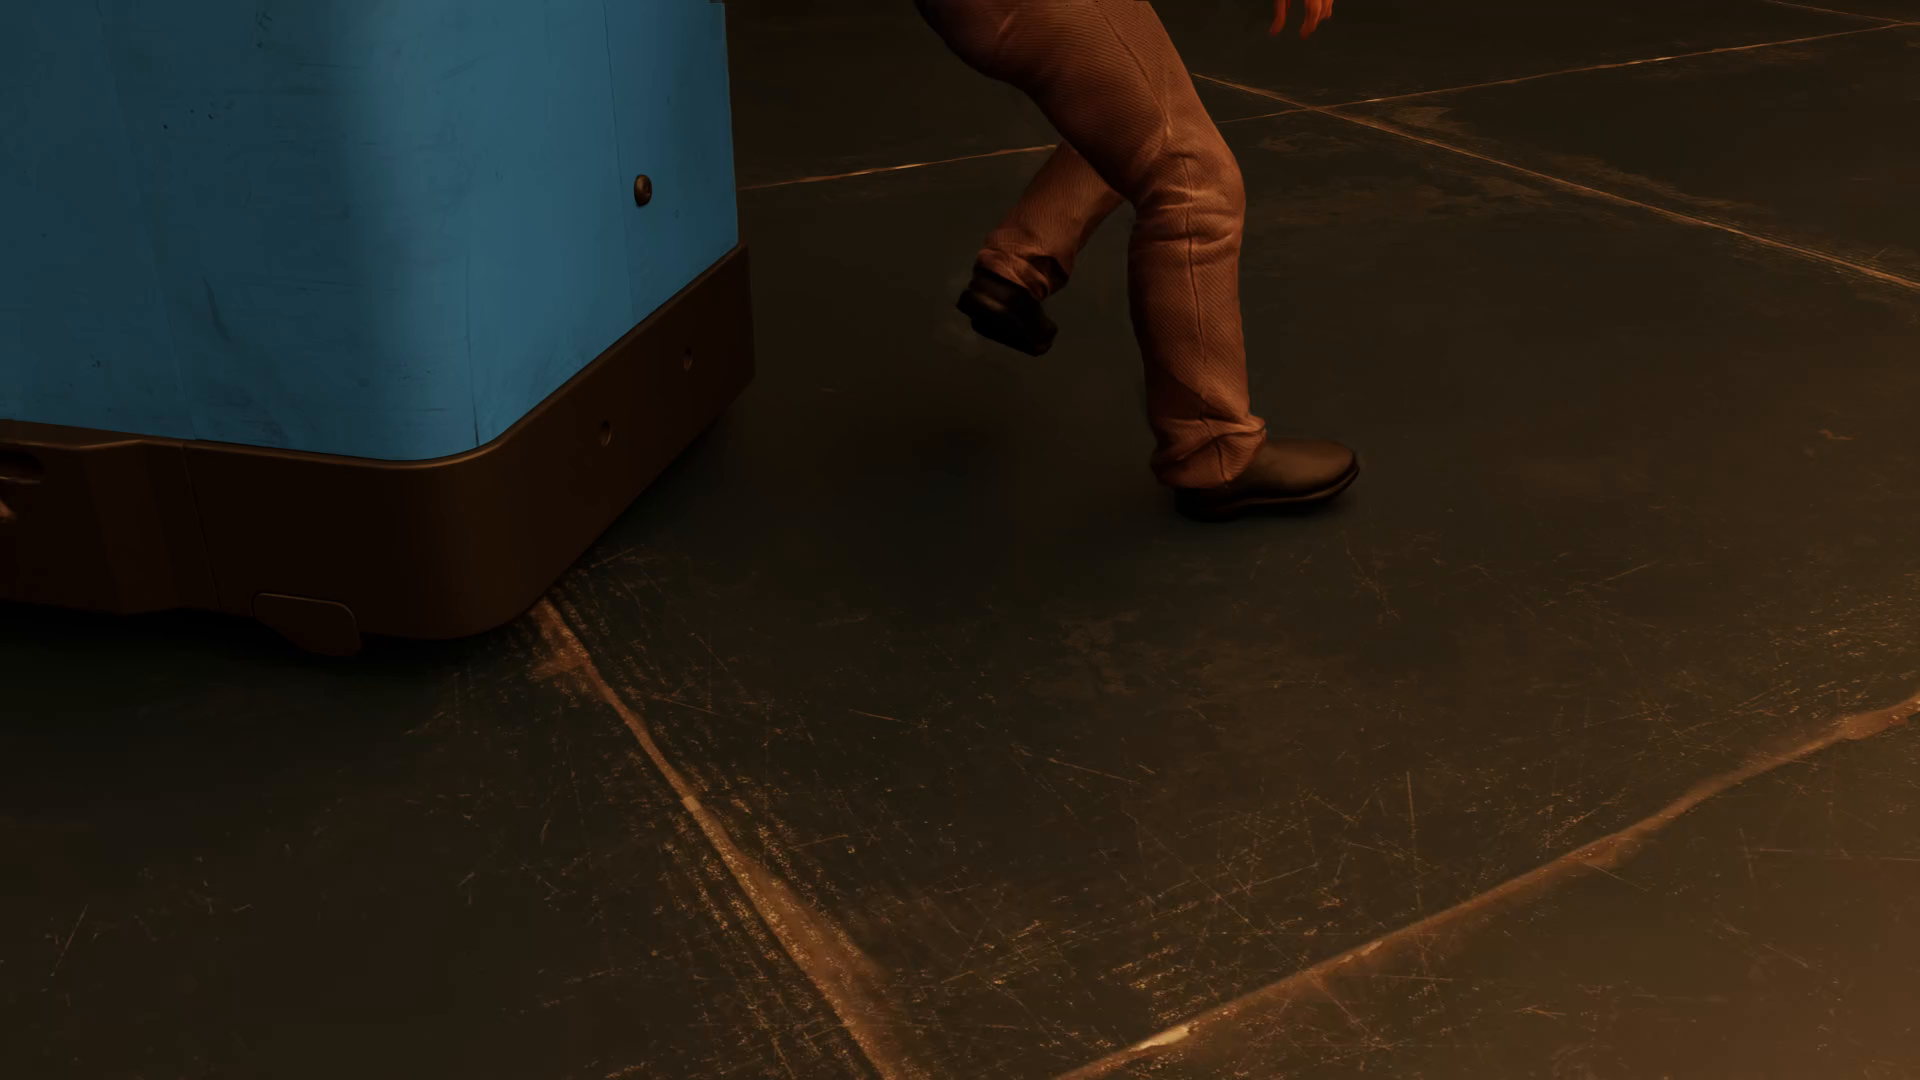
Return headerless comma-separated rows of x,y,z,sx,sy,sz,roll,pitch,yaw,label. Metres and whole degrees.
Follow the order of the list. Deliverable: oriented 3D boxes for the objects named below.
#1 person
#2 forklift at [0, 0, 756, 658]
0.216,-0.885,2.488,0.684,1.609,0.772,-6,28,-12,person
-1.932,-1.500,2.218,3.031,2.935,1.130,6,28,12,forklift
